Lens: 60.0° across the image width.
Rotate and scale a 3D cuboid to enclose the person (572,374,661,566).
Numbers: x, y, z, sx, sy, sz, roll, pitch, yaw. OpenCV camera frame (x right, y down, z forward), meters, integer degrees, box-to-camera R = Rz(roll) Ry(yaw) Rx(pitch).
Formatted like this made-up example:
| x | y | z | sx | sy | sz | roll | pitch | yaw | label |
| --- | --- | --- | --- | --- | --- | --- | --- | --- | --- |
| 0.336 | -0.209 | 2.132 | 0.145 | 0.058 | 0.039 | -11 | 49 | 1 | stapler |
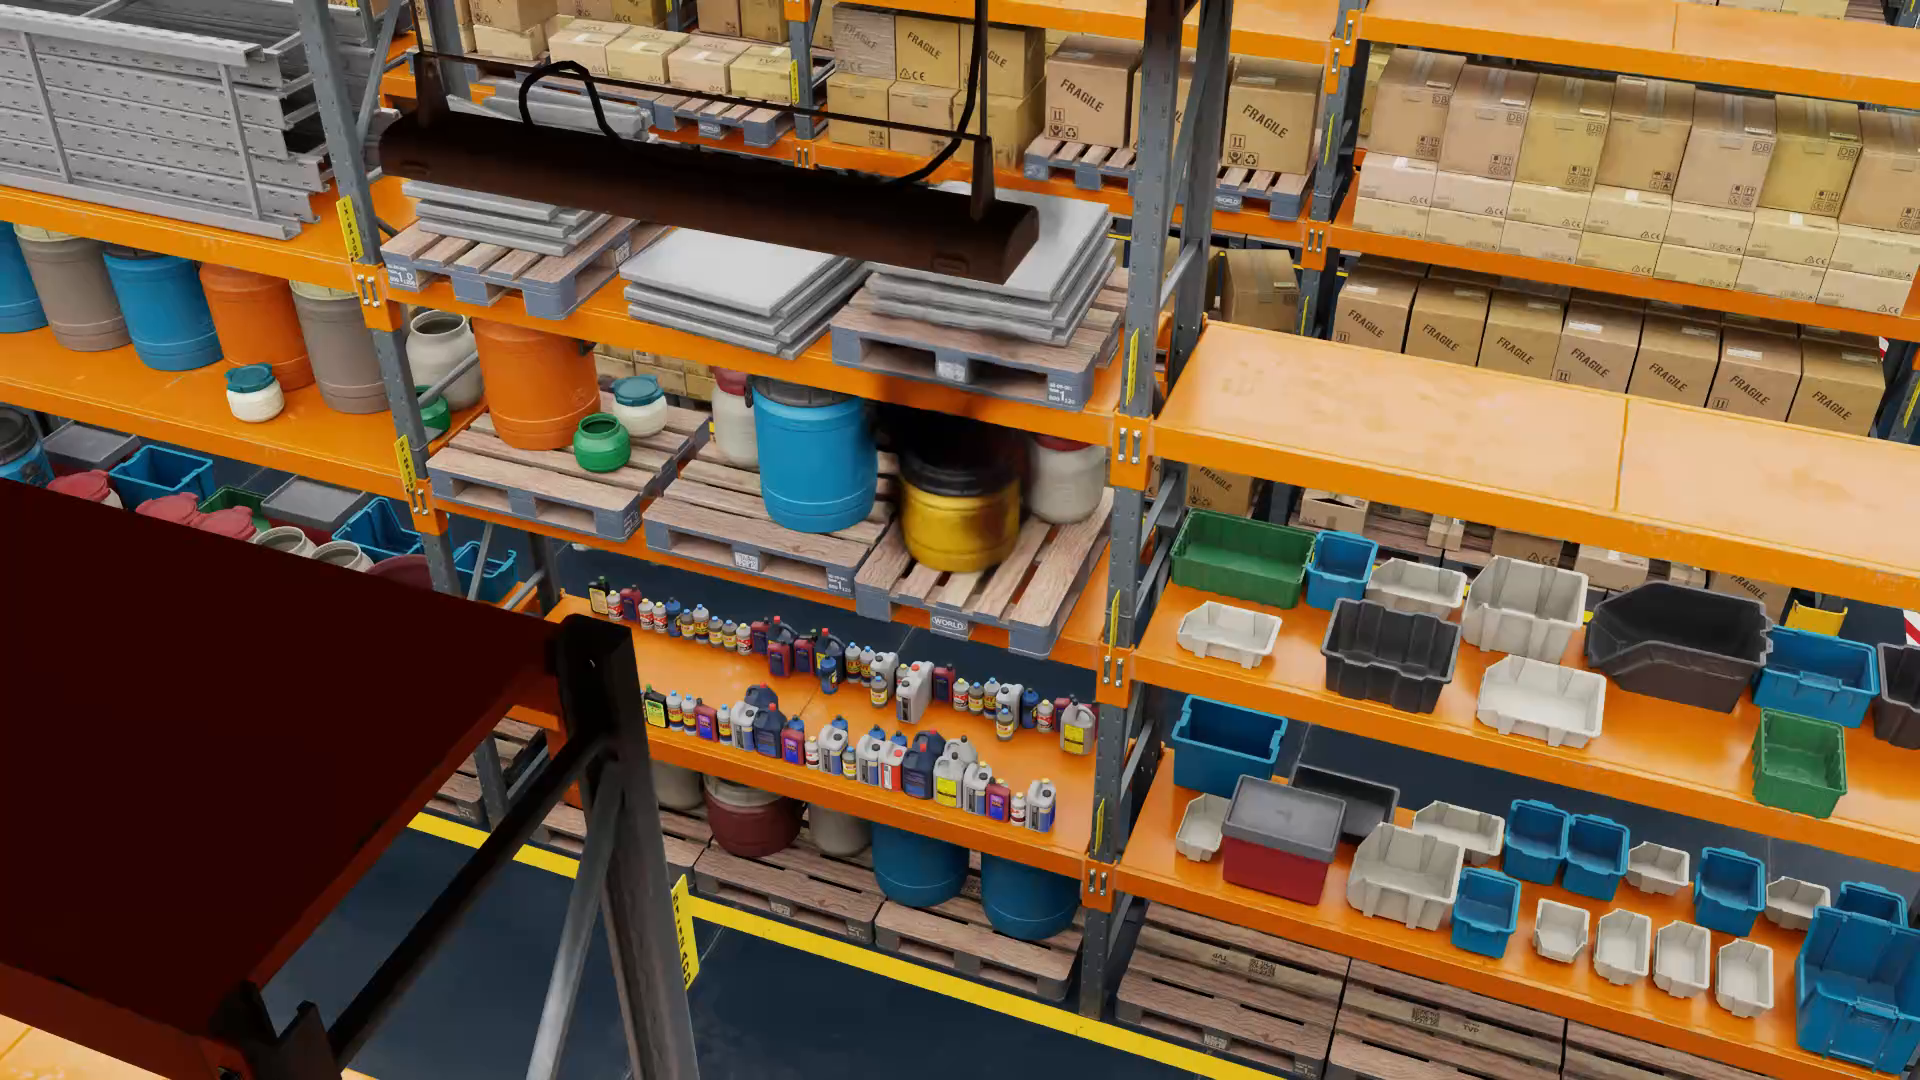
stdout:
| x | y | z | sx | sy | sz | roll | pitch | yaw | label |
| --- | --- | --- | --- | --- | --- | --- | --- | --- | --- |
| -2.624 | -0.525 | 12.539 | 0.921 | 1.657 | 0.560 | 8 | 37 | 11 | person |
